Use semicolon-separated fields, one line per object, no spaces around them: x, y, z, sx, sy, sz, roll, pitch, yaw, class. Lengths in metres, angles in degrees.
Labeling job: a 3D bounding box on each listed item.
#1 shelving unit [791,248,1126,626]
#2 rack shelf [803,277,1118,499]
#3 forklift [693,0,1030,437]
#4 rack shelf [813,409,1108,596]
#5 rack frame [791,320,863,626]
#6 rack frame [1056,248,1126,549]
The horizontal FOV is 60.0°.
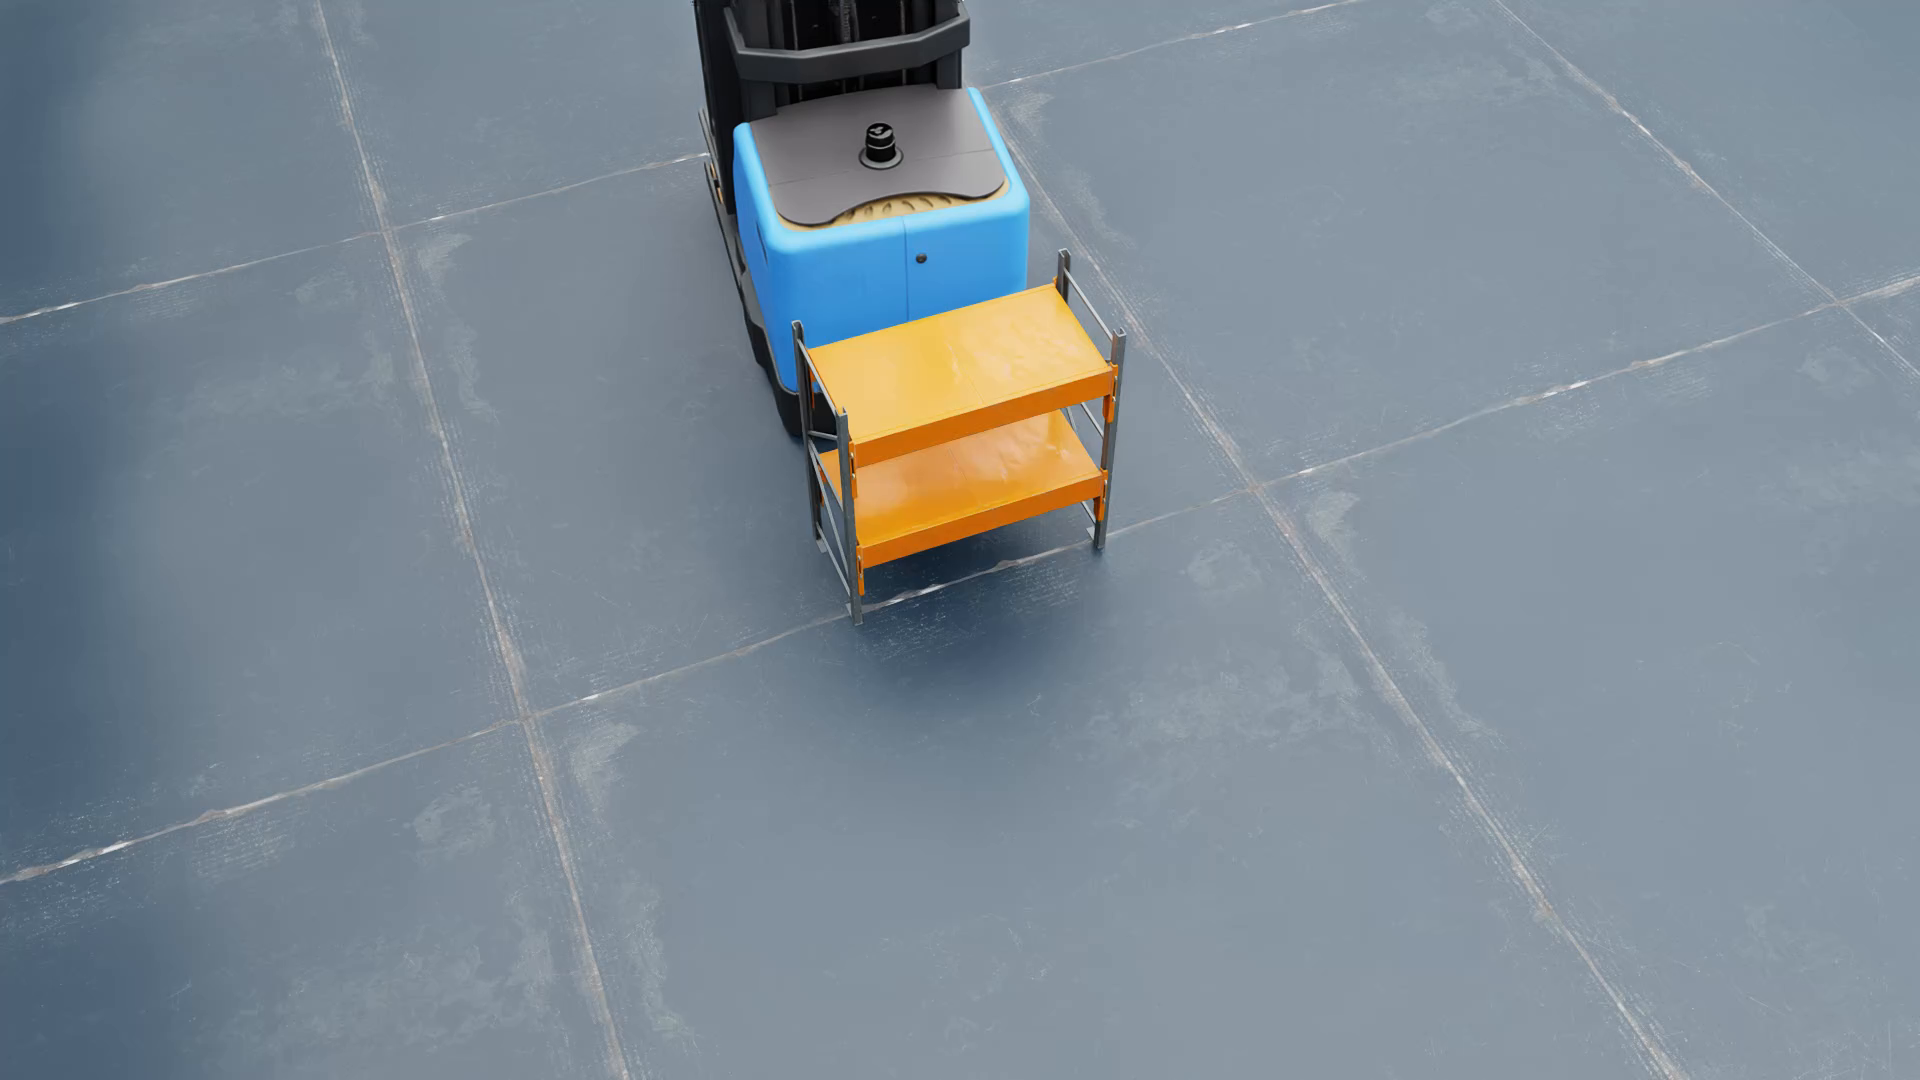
-0.006;-0.365;6.162;1.048;1.125;0.538;-17;52;-14;shelving unit
-0.006;-0.555;5.940;1.000;0.278;0.538;-17;52;-14;rack shelf
-0.595;-2.527;6.829;1.130;2.935;3.031;-12;50;-10;forklift
-0.006;-0.205;6.348;1.000;0.278;0.538;-17;52;-14;rack shelf
-0.477;-0.219;6.037;0.032;1.125;0.500;-17;52;-14;rack frame
0.464;-0.510;6.288;0.032;1.125;0.500;-17;52;-14;rack frame
